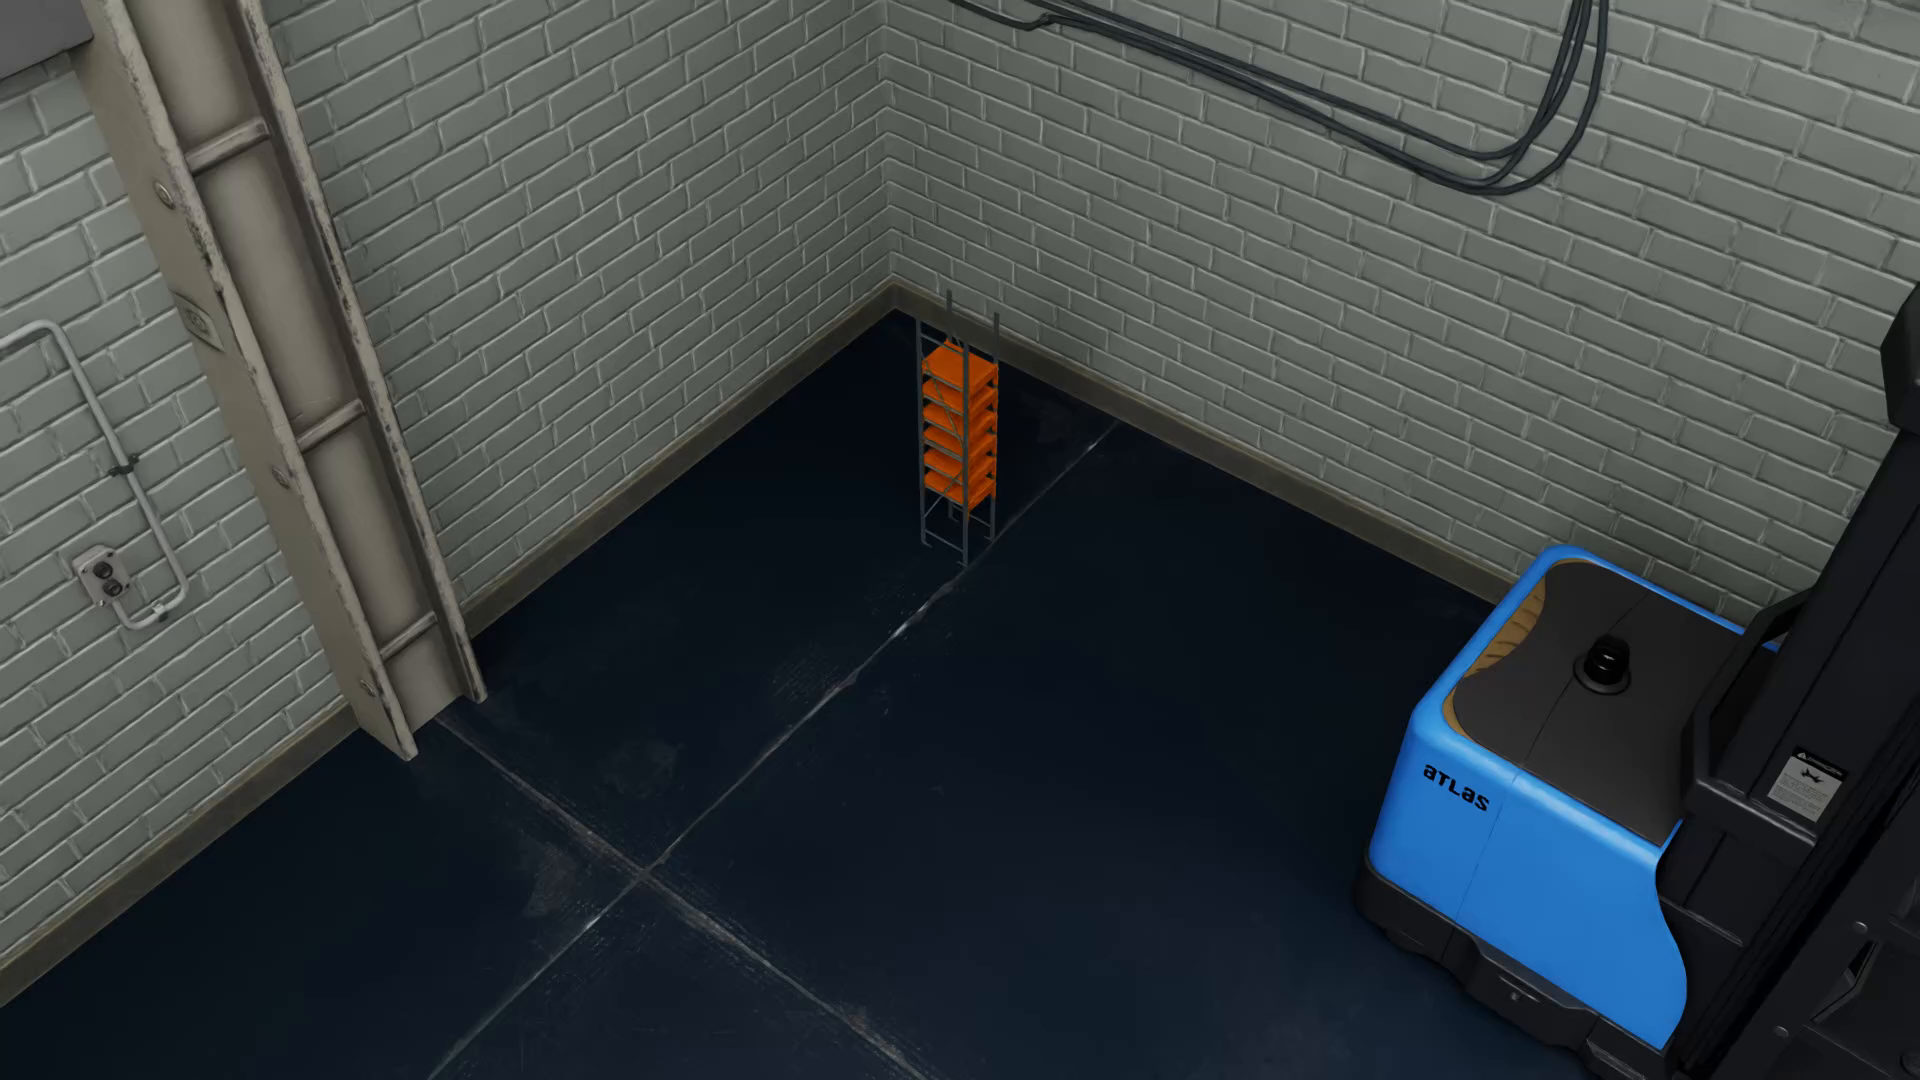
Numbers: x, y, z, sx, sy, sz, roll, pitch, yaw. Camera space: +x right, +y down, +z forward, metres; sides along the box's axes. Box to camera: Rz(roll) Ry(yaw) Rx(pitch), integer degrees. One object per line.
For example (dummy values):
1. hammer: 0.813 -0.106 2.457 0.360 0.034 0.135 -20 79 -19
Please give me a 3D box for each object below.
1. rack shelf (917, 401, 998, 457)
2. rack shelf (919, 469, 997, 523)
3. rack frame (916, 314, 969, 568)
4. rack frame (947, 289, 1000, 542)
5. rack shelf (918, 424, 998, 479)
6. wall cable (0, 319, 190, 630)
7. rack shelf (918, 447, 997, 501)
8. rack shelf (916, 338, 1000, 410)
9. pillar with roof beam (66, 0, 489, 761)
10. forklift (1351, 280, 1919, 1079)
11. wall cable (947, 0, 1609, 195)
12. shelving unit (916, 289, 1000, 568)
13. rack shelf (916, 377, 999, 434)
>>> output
1. rack shelf: -0.009 -0.458 6.418 0.258 0.103 0.180 29 53 25
2. rack shelf: -0.009 -0.210 6.679 0.258 0.103 0.180 29 53 25
3. rack frame: -0.065 -0.354 6.423 0.240 1.200 0.006 29 53 25
4. rack frame: 0.047 -0.459 6.523 0.240 1.200 0.006 29 53 25
5. rack shelf: -0.009 -0.375 6.505 0.258 0.103 0.180 29 53 25
6. wall cable: -2.970 0.028 4.111 0.084 1.984 1.851 29 53 25
7. rack shelf: -0.009 -0.293 6.592 0.258 0.103 0.180 29 53 25
8. rack shelf: -0.009 -0.624 6.245 0.258 0.103 0.180 29 53 25
9. pillar with roof beam: 1.368 -0.567 1.233 9.100 9.000 0.400 29 53 25
10. forklift: 2.788 0.669 4.248 3.031 2.935 1.130 31 54 26
11. wall cable: 0.736 -2.549 5.273 3.097 2.526 0.112 29 53 25
12. shelving unit: -0.009 -0.406 6.473 0.258 1.200 0.189 29 53 25
13. rack shelf: -0.009 -0.541 6.332 0.258 0.103 0.180 29 53 25
